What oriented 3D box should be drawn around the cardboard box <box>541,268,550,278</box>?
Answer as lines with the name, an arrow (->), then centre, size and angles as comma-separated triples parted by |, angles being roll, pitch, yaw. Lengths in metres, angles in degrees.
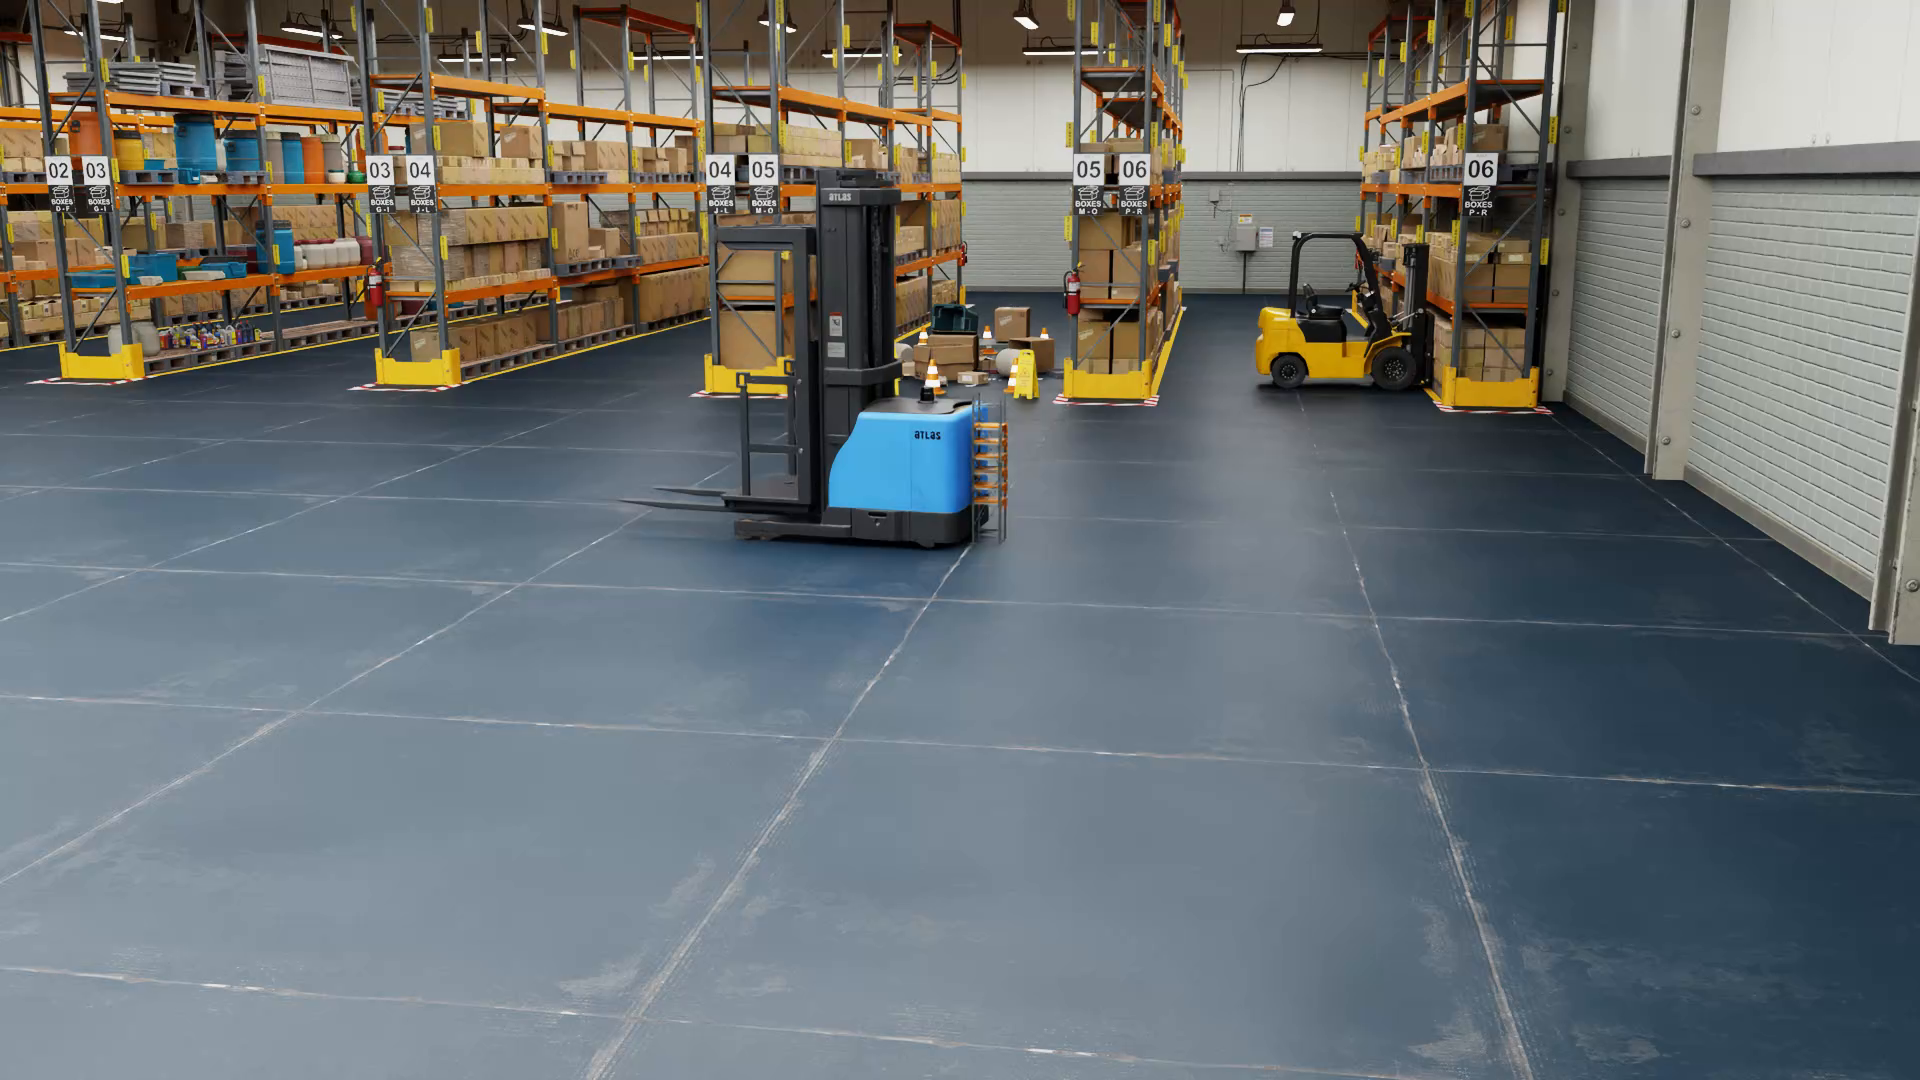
cardboard box -> -6.937, -4.367, 27.233 | 0.380, 0.149, 0.250 | 2, 12, 9

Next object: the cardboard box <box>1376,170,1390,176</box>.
cardboard box -> 8.560, -7.375, 33.126 | 0.500, 0.250, 0.500 | 2, 12, 9

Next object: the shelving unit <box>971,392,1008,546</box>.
shelving unit -> 0.236, -0.566, 13.272 | 0.258, 1.200, 0.189 | 3, 13, 15

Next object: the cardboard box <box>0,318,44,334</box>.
cardboard box -> -16.675, -3.803, 29.550 | 0.500, 0.250, 0.500 | 2, 12, 7

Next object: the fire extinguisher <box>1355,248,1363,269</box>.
fire extinguisher -> 8.915, -6.386, 37.076 | 0.296, 0.674, 0.183 | 2, 12, 9

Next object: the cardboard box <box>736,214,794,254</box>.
cardboard box -> -2.835, -4.324, 23.520 | 0.875, 0.550, 0.550 | 2, 12, 9

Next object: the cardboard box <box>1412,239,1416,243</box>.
cardboard box -> 7.357, -4.670, 26.265 | 0.380, 0.149, 0.250 | 1, 12, 7

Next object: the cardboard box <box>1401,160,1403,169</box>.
cardboard box -> 7.765, -6.439, 28.453 | 0.380, 0.166, 0.250 | 2, 12, 9

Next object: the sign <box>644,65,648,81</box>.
sign -> -6.508, -9.699, 34.546 | 0.100, 0.325, 0.005 | 2, 12, 9

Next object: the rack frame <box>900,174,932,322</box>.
rack frame -> -1.078, -6.028, 34.343 | 1.000, 3.000, 0.127 | 2, 12, 9

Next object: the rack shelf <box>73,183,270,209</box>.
rack shelf -> -12.396, -5.403, 26.031 | 1.077, 0.370, 4.000 | 2, 12, 9

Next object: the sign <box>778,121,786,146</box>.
sign -> -2.376, -5.443, 22.246 | 0.100, 0.325, 0.005 | 2, 12, 9

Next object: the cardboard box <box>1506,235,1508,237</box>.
cardboard box -> 7.609, -4.284, 23.770 | 0.380, 0.149, 0.250 | 2, 12, 8

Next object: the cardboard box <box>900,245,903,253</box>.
cardboard box -> -1.303, -5.532, 31.644 | 0.380, 0.149, 0.250 | 2, 12, 11

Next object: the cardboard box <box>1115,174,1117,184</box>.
cardboard box -> 2.069, -5.188, 23.923 | 0.380, 0.149, 0.250 | 2, 12, 9

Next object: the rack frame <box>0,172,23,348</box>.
rack frame -> -16.982, -4.866, 28.952 | 1.000, 3.000, 0.127 | 2, 12, 9

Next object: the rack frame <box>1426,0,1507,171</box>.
rack frame -> 7.503, -6.996, 24.594 | 1.000, 3.000, 0.127 | 2, 12, 9

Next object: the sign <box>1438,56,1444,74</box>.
sign -> 9.283, -9.178, 32.129 | 0.100, 0.325, 0.005 | 2, 12, 9

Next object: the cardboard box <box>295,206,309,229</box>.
cardboard box -> -15.243, -7.372, 37.971 | 0.500, 0.500, 0.500 | 2, 12, 7

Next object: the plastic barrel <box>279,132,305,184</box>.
plastic barrel -> -12.023, -6.801, 29.622 | 0.600, 0.901, 0.708 | 2, 12, 9

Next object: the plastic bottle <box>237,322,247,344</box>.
plastic bottle -> -11.932, -3.441, 27.586 | 0.144, 0.351, 0.185 | 1, 12, 6

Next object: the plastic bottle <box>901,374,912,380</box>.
plastic bottle -> -0.802, -2.415, 24.553 | 0.133, 0.061, 0.283 | -2, 12, -11

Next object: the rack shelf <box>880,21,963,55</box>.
rack shelf -> -0.771, -10.650, 35.368 | 1.077, 0.370, 4.000 | 2, 12, 9

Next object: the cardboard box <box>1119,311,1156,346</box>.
cardboard box -> 2.618, -3.107, 24.539 | 0.500, 0.500, 0.500 | 3, 12, 12

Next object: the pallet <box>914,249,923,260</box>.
pallet -> -1.340, -5.780, 33.647 | 1.003, 0.211, 1.213 | 2, 12, 9

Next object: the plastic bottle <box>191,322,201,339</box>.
plastic bottle -> -12.651, -3.431, 27.537 | 0.144, 0.351, 0.185 | 1, 12, 6

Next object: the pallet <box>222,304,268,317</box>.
pallet -> -15.839, -4.997, 36.182 | 1.003, 0.211, 1.213 | 2, 12, 9

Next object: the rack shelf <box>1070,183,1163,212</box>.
rack shelf -> 2.290, -4.921, 23.797 | 1.077, 0.370, 4.000 | 2, 12, 9

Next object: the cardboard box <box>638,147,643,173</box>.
cardboard box -> -6.511, -7.409, 32.399 | 0.500, 0.500, 0.500 | 3, 12, 12

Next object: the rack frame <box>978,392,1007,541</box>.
rack frame -> 0.260, -0.585, 13.358 | 0.240, 1.200, 0.006 | 3, 13, 15

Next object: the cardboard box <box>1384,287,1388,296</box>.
cardboard box -> 8.317, -4.740, 31.767 | 0.380, 0.149, 0.250 | 2, 12, 9

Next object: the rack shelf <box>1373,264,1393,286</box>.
rack shelf -> 8.426, -4.960, 31.098 | 1.077, 0.370, 4.000 | 2, 12, 9

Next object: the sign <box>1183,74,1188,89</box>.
sign -> 4.977, -10.129, 36.726 | 0.100, 0.325, 0.005 | 2, 12, 9

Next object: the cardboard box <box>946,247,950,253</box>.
cardboard box -> -0.419, -6.450, 36.897 | 0.380, 0.149, 0.250 | 1, 12, 6

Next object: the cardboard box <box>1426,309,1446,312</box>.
cardboard box -> 7.119, -3.322, 24.946 | 0.500, 0.250, 0.500 | 2, 12, 8

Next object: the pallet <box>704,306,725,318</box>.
pallet -> -5.770, -5.002, 36.203 | 1.003, 0.211, 1.213 | 2, 12, 9

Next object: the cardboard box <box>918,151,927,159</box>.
cardboard box -> -0.794, -7.913, 34.193 | 0.380, 0.149, 0.250 | 2, 12, 8

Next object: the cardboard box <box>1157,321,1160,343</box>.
cardboard box -> 2.783, -3.403, 27.404 | 0.950, 0.372, 0.625 | 3, 12, 12

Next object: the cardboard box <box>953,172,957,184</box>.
cardboard box -> -0.343, -8.044, 36.933 | 0.500, 0.250, 0.500 | 2, 12, 9

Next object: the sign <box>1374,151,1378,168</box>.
sign -> 8.196, -7.463, 32.657 | 0.100, 0.325, 0.005 | 2, 12, 9

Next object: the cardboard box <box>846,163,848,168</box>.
cardboard box -> -1.969, -6.135, 26.805 | 0.258, 0.266, 0.396 | 2, 12, 8

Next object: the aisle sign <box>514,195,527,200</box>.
aisle sign -> -10.525, -8.498, 39.635 | 0.394, 0.787, 0.004 | 2, 12, 9

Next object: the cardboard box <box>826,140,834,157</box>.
cardboard box -> -2.209, -5.939, 25.227 | 0.500, 0.250, 0.500 | 2, 12, 8

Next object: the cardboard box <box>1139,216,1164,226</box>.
cardboard box -> 3.020, -5.026, 26.216 | 0.380, 0.149, 0.250 | 2, 12, 8

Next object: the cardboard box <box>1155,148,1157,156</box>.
cardboard box -> 2.621, -5.557, 23.744 | 0.380, 0.149, 0.250 | 2, 12, 9

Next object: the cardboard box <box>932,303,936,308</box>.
cardboard box -> -0.705, -4.905, 34.902 | 0.380, 0.149, 0.250 | 1, 12, 6

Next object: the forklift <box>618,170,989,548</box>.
forklift -> -1.333, -1.527, 13.620 | 3.031, 2.935, 1.130 | 4, 13, 16

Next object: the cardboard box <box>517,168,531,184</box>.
cardboard box -> -7.097, -5.725, 26.176 | 0.500, 0.250, 0.500 | 2, 12, 10

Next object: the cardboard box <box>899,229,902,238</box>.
cardboard box -> -1.309, -5.820, 31.568 | 0.380, 0.149, 0.250 | 1, 12, 6

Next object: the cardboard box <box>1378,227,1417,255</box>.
cardboard box -> 8.238, -5.618, 31.207 | 0.700, 0.500, 0.500 | 2, 12, 8

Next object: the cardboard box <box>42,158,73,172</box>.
cardboard box -> -16.628, -6.860, 30.445 | 0.500, 0.250, 0.500 | 1, 12, 4

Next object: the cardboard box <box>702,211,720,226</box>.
cardboard box -> -5.479, -6.950, 36.494 | 0.500, 0.500, 0.500 | 1, 12, 7

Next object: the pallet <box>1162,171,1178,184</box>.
pallet -> 2.955, -5.939, 27.255 | 1.213, 0.211, 1.003 | 2, 12, 9
